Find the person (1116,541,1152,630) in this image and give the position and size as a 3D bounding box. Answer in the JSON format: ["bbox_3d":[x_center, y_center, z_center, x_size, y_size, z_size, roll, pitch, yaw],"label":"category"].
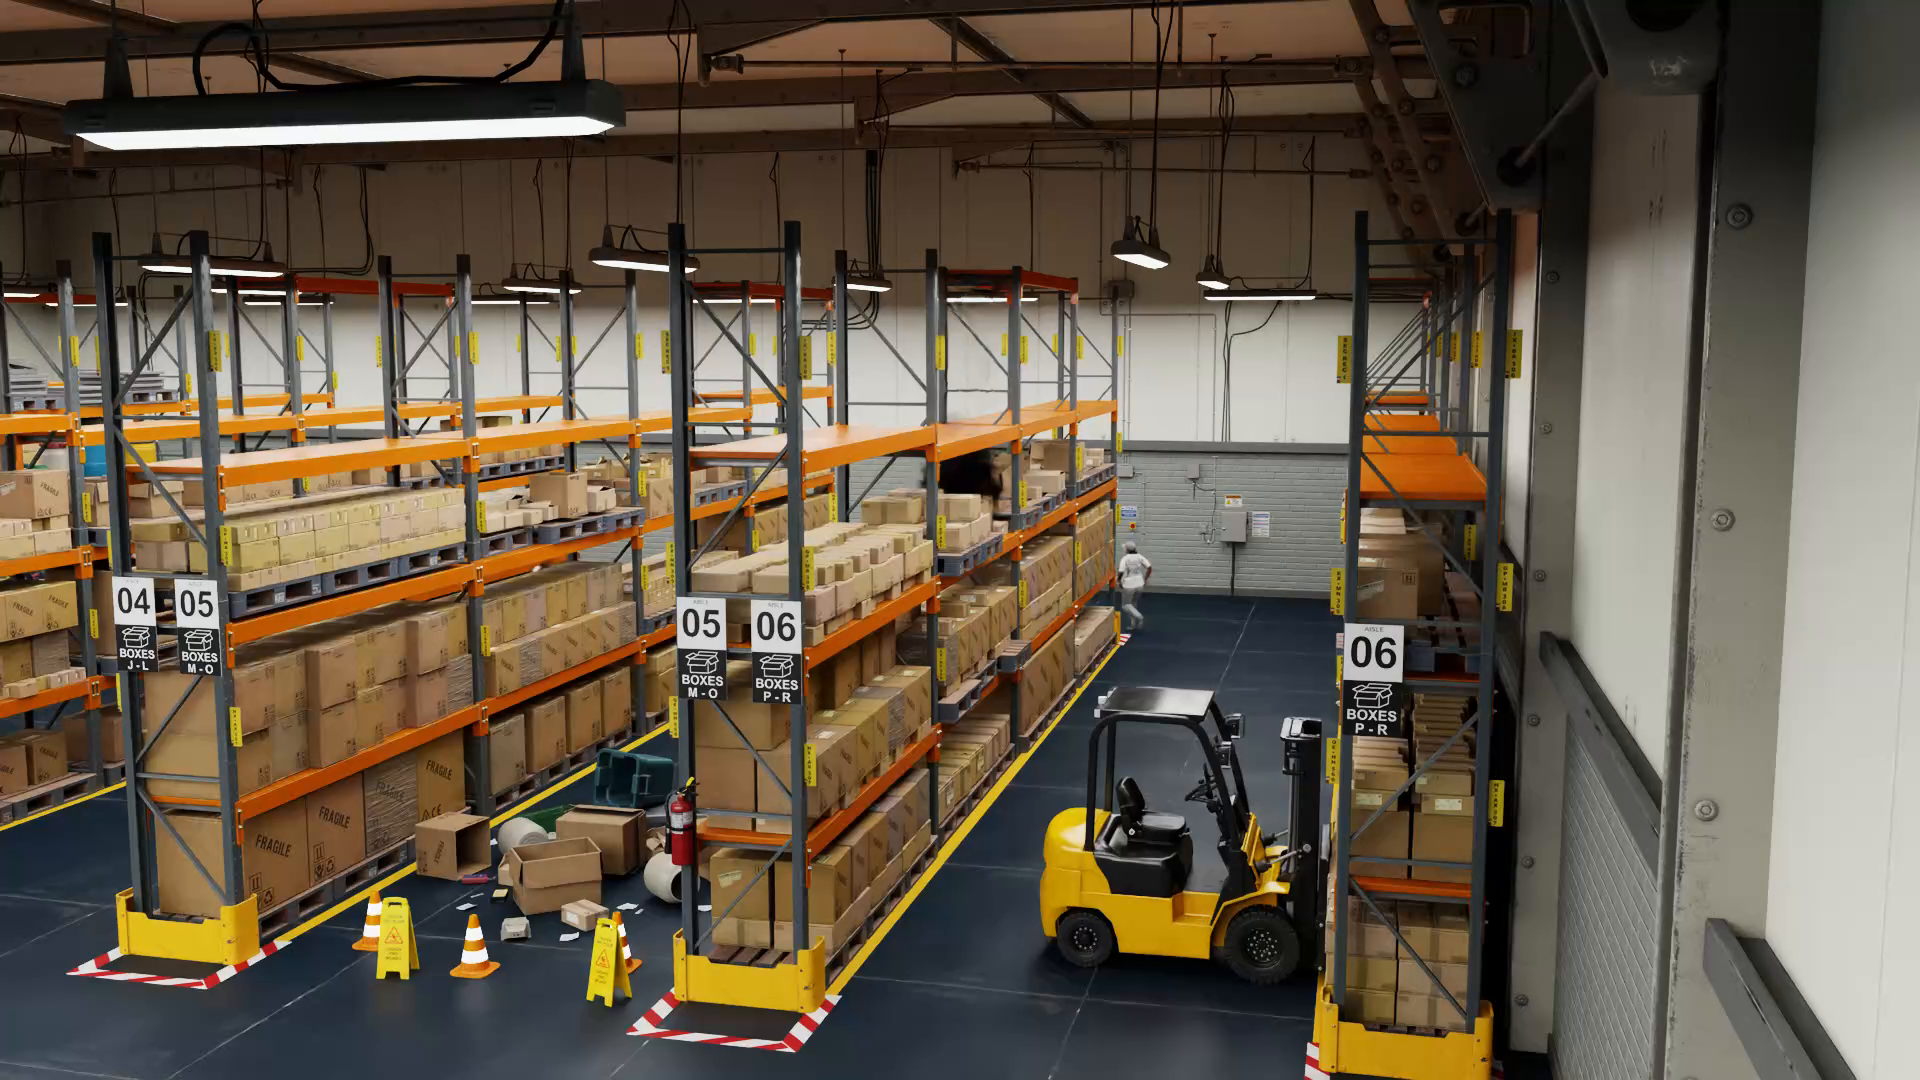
[{"bbox_3d":[3.013,0.822,29.199,0.653,1.631,0.622,-3,8,-26],"label":"person"}]

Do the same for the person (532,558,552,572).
[{"bbox_3d":[-6.599,1.064,26.492,0.655,1.841,0.776,1,7,6],"label":"person"}]
